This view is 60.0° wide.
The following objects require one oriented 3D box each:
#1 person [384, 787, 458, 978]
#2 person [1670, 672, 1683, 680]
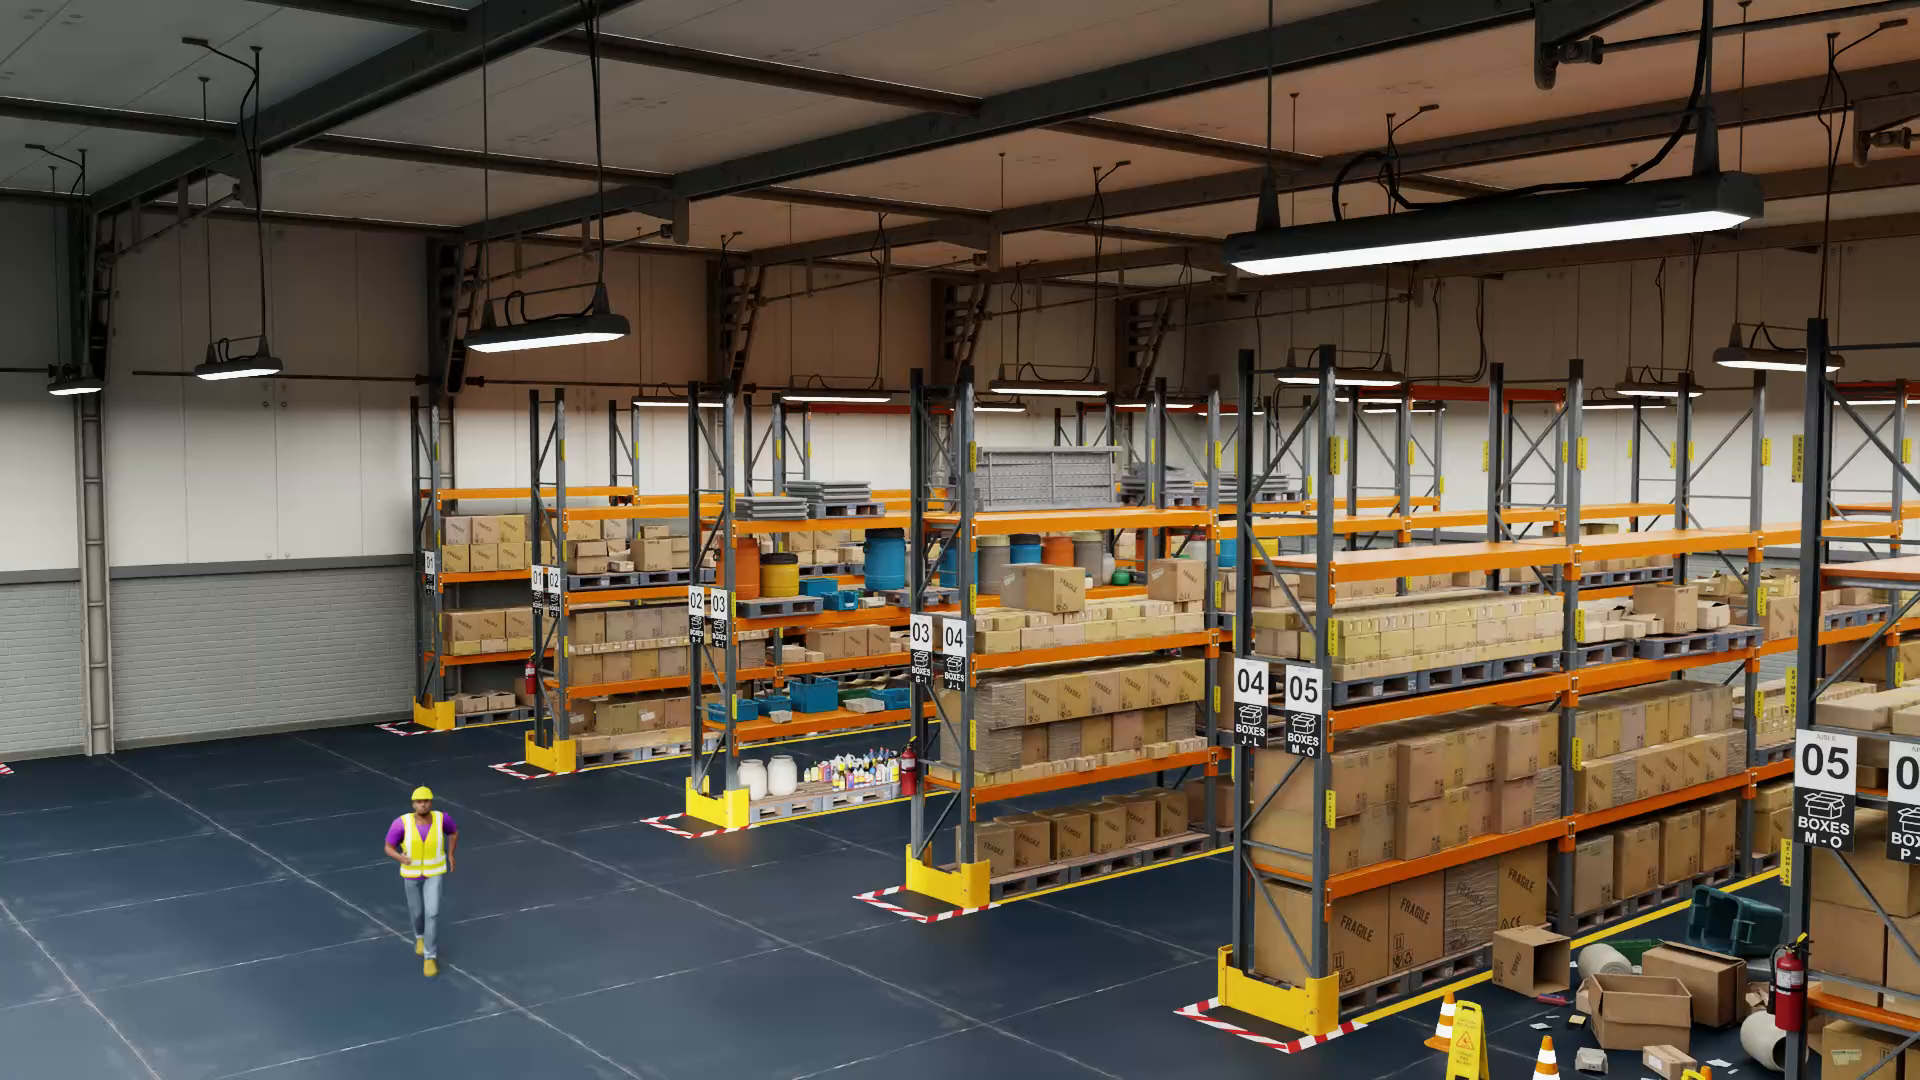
[{"bbox_3d":[-5.301,3.309,16.372,0.686,1.787,0.893,-1,3,-14],"label":"person"},{"bbox_3d":[11.179,2.800,25.953,0.726,1.642,0.546,-3,5,-42],"label":"person"}]
